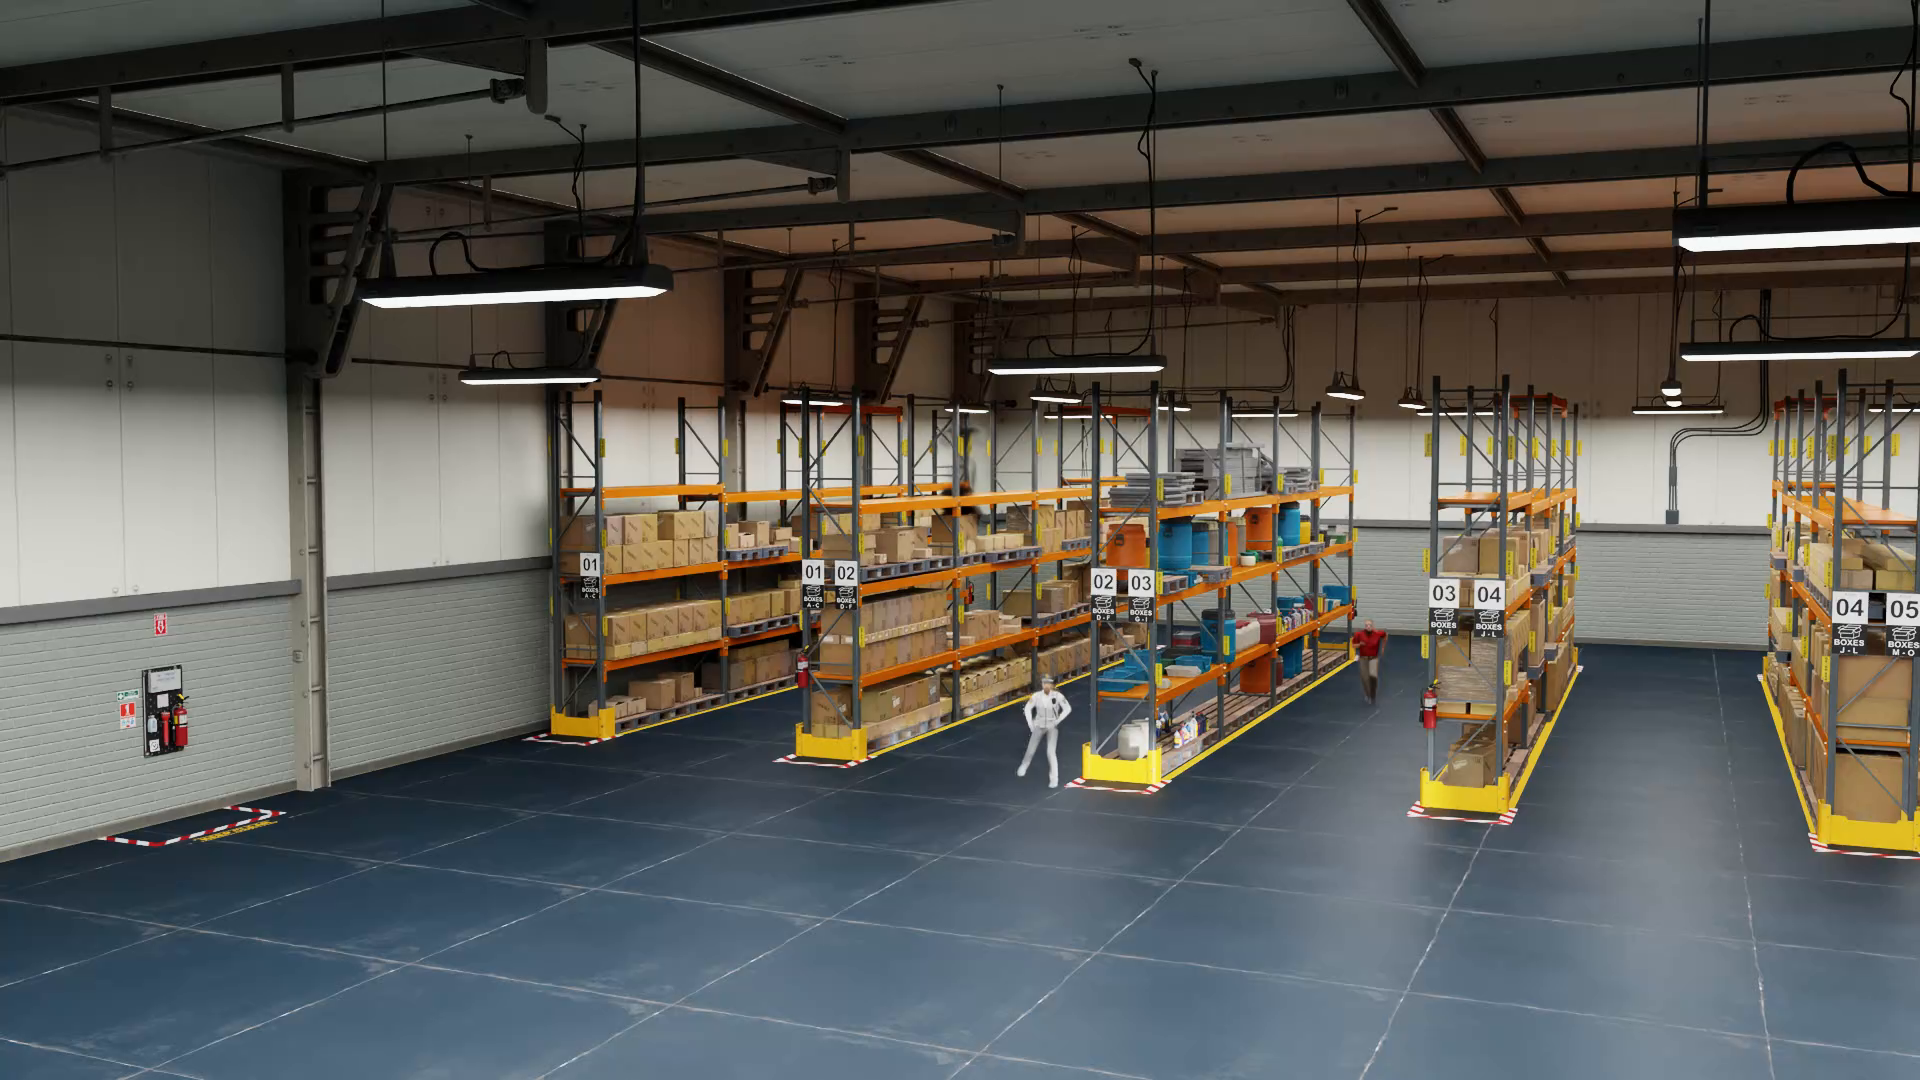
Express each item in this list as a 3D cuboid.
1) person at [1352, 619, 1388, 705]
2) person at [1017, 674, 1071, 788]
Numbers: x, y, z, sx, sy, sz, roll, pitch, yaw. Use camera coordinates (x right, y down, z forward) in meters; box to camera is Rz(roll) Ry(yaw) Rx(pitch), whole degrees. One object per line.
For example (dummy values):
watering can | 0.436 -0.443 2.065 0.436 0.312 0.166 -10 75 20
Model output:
person | 7.980 2.367 32.417 0.647 1.671 0.908 1 3 20
person | 1.246 2.823 24.852 0.831 1.691 0.684 1 3 9
